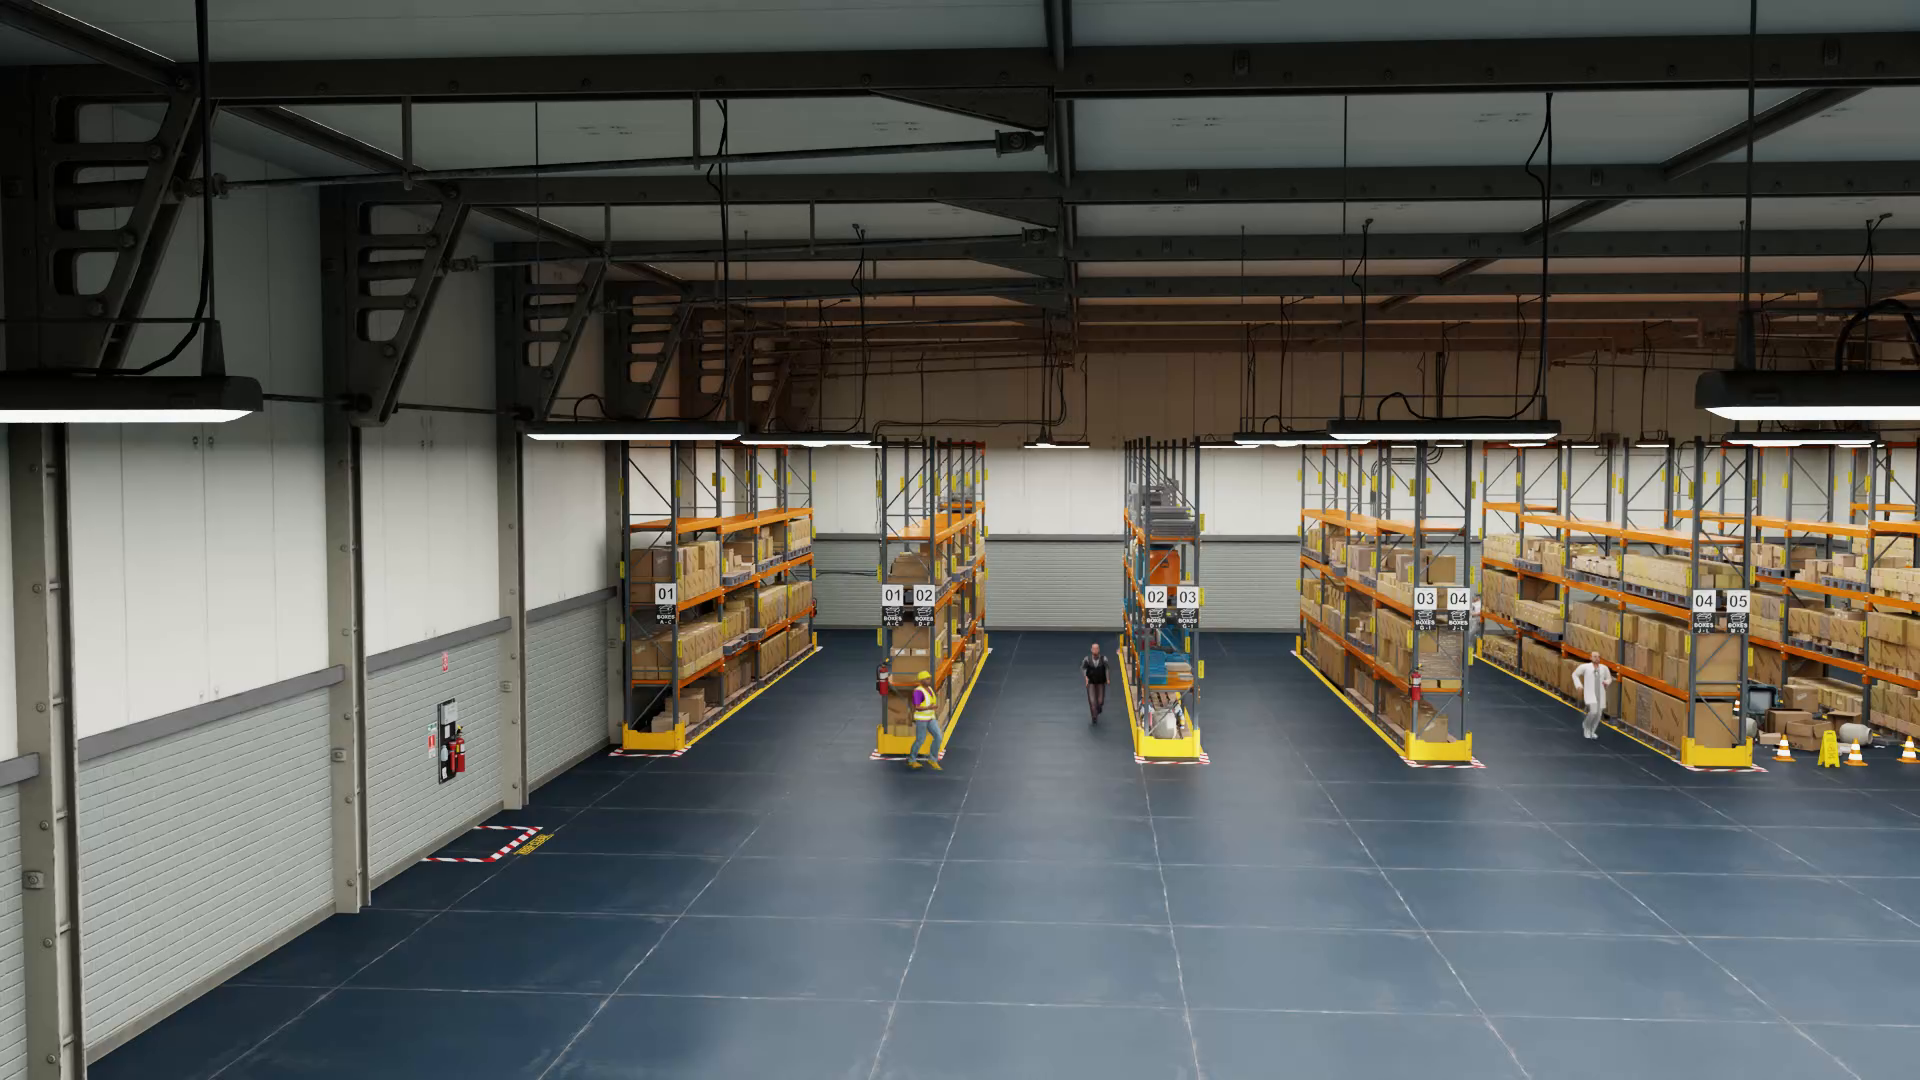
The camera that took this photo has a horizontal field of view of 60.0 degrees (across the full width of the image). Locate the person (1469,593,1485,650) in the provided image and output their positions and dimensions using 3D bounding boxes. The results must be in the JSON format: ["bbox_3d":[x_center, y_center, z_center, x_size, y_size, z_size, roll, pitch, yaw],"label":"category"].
[{"bbox_3d":[14.711,2.335,47.580,0.586,1.684,0.919,0,3,2],"label":"person"}]

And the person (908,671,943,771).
[{"bbox_3d":[-0.610,3.249,29.796,0.722,1.808,0.705,2,4,35],"label":"person"}]

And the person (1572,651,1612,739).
[{"bbox_3d":[12.547,3.077,32.874,0.685,1.747,0.712,0,3,-3],"label":"person"}]

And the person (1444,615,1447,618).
[{"bbox_3d":[12.955,2.501,43.567,0.668,1.789,0.986,1,3,13],"label":"person"}]

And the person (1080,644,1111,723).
[{"bbox_3d":[2.862,3.018,35.128,0.643,1.673,0.618,0,3,1],"label":"person"}]
